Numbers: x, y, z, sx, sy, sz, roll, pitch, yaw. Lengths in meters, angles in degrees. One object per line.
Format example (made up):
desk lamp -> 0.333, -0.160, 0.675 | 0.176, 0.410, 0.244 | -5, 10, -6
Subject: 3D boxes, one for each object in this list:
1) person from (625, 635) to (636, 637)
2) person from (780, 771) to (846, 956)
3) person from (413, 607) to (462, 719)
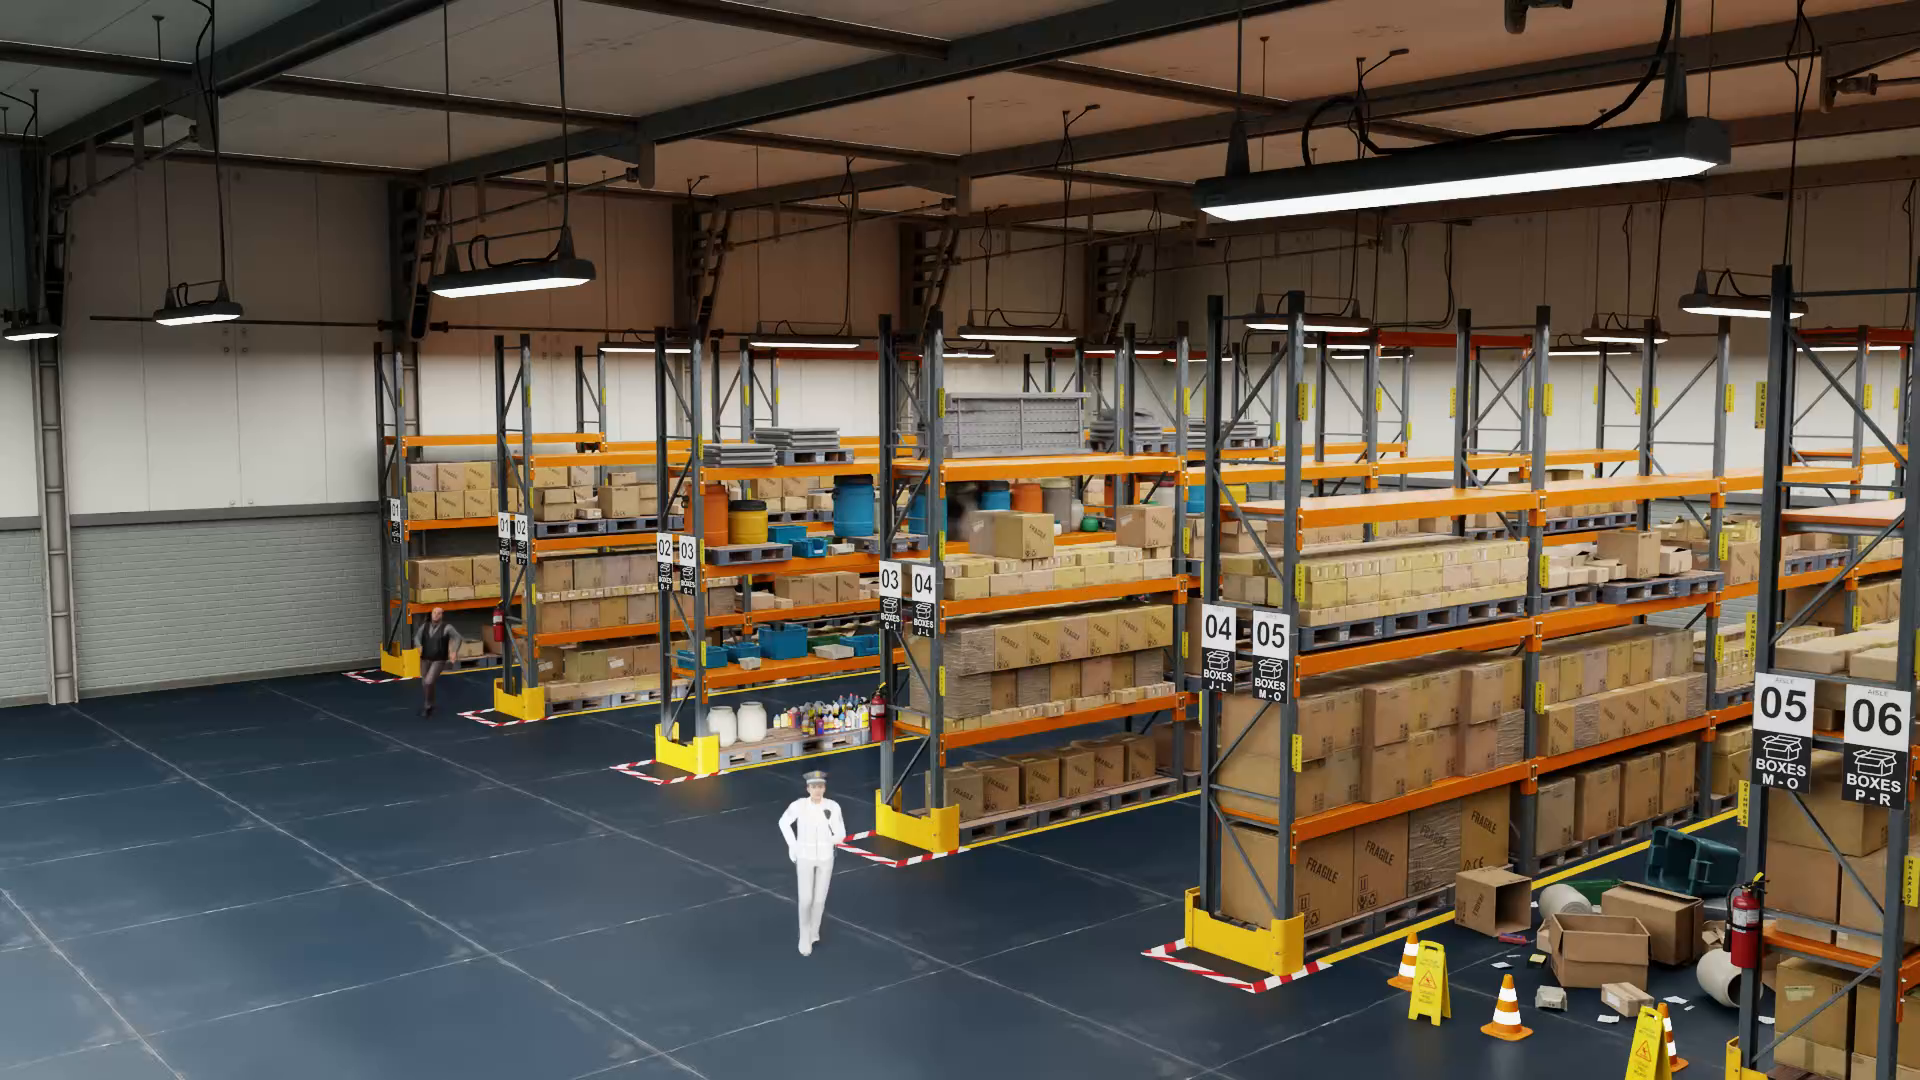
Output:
person -> -5.772, 1.648, 29.610 | 0.563, 1.679, 0.869 | 4, 7, 37
person -> -1.337, 2.954, 15.225 | 0.574, 1.700, 0.673 | -1, 5, -13
person -> -8.290, 1.932, 26.300 | 0.717, 1.756, 0.661 | 1, 5, 9
